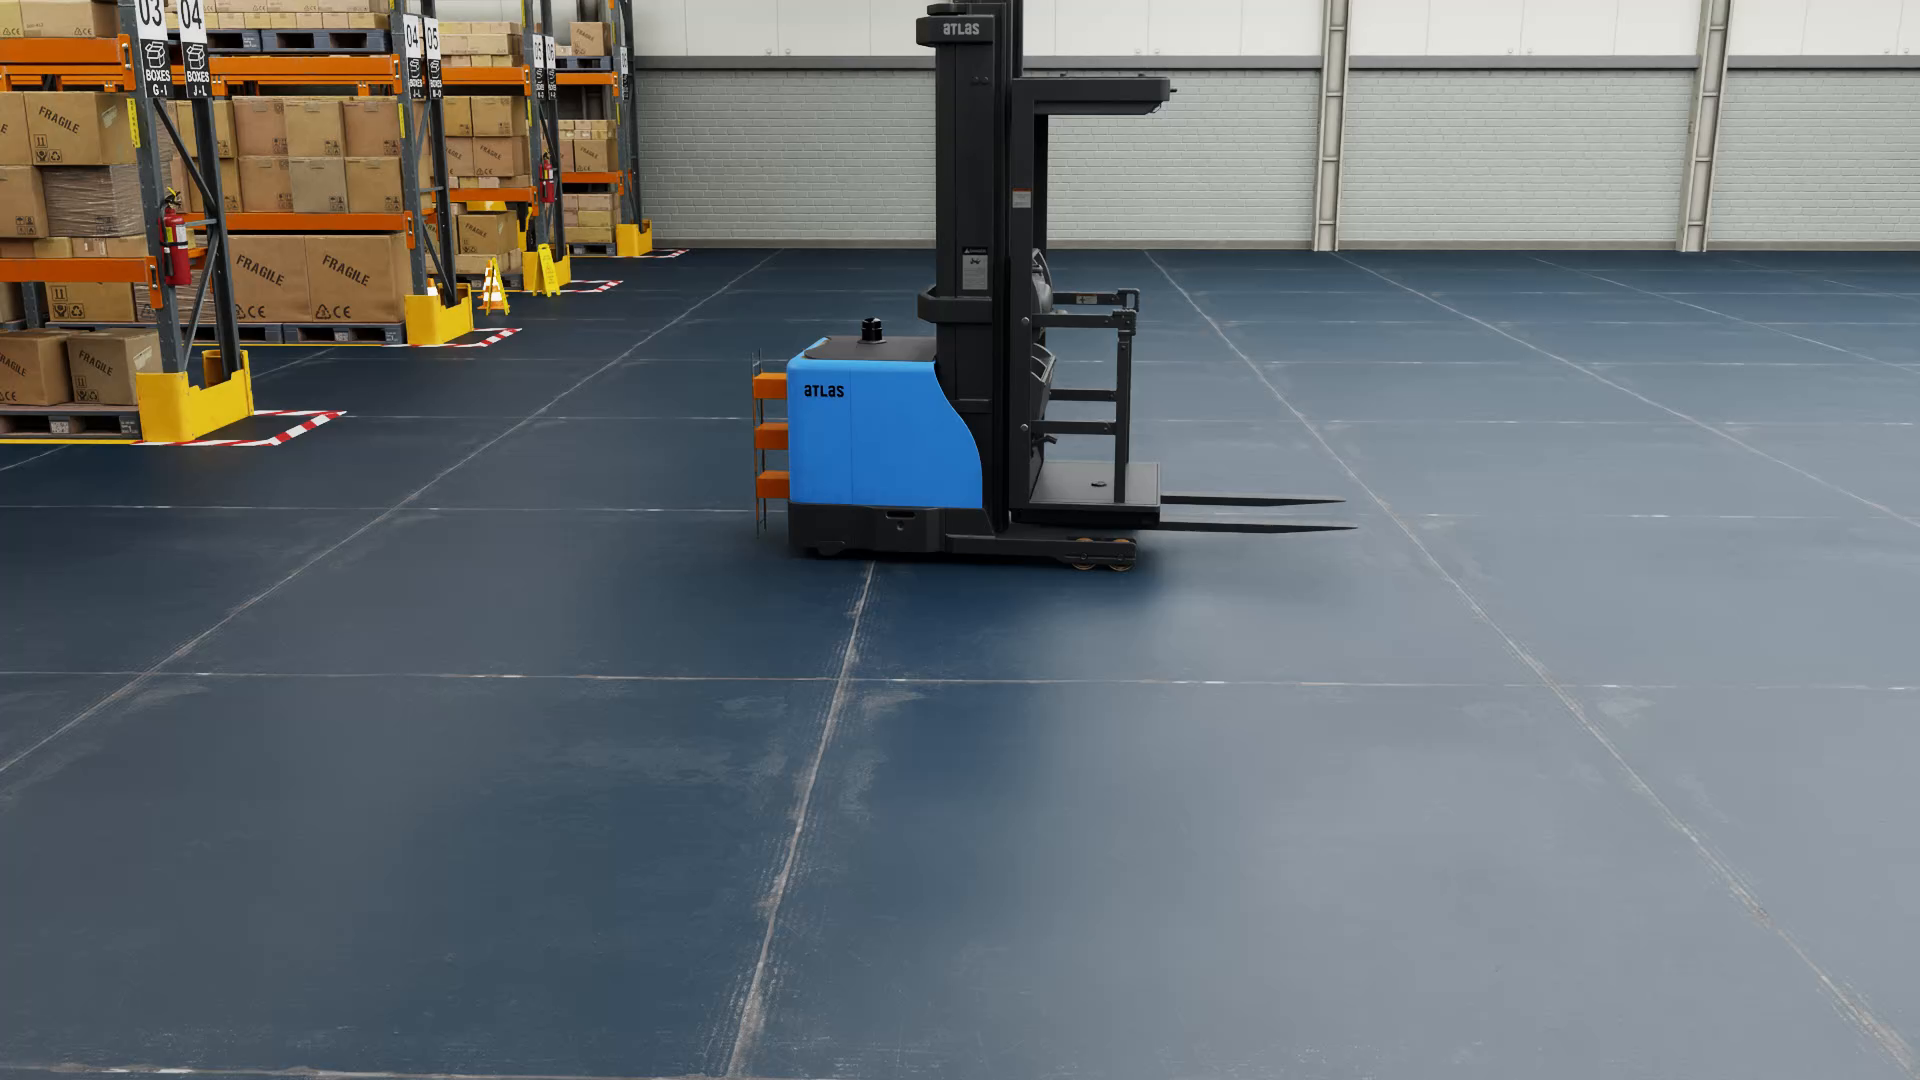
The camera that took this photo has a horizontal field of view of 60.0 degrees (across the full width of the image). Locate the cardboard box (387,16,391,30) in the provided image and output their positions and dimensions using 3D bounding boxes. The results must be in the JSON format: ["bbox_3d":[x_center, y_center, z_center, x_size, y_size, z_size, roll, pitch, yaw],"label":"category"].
[{"bbox_3d":[-5.772,-5.232,16.885,0.250,0.149,0.380,0,15,2],"label":"cardboard box"}]

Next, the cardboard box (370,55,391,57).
[{"bbox_3d":[-7.312,-6.090,21.153,0.250,0.149,0.380,0,15,1],"label":"cardboard box"}]

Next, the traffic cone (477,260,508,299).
[{"bbox_3d":[-5.875,-3.278,20.858,0.334,0.463,0.336,0,15,1],"label":"traffic cone"}]

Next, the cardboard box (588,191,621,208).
[{"bbox_3d":[-5.764,-5.505,26.933,0.500,0.250,0.500,0,15,1],"label":"cardboard box"}]

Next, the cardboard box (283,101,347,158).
[{"bbox_3d":[-6.359,-4.155,16.798,0.550,0.550,0.875,0,15,1],"label":"cardboard box"}]

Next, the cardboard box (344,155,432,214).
[{"bbox_3d":[-5.809,-3.631,16.930,0.550,0.550,0.875,0,15,1],"label":"cardboard box"}]

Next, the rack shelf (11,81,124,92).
[{"bbox_3d":[-15.285,-7.265,26.525,4.000,0.370,1.077,0,15,1],"label":"rack shelf"}]

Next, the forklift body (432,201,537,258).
[{"bbox_3d":[-7.231,-5.234,24.960,1.214,2.155,2.313,0,15,1],"label":"forklift body"}]

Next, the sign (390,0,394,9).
[{"bbox_3d":[-5.465,-5.270,15.974,0.005,0.325,0.100,0,15,1],"label":"sign"}]

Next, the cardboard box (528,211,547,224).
[{"bbox_3d":[-6.801,-5.140,26.527,0.500,0.250,0.500,0,15,0],"label":"cardboard box"}]

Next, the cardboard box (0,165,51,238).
[{"bbox_3d":[-6.717,-2.479,12.078,0.500,0.500,0.875,0,15,1],"label":"cardboard box"}]

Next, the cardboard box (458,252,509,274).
[{"bbox_3d":[-6.251,-3.641,21.828,0.500,0.250,0.500,0,15,1],"label":"cardboard box"}]

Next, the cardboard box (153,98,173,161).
[{"bbox_3d":[-6.208,-3.052,12.291,0.500,0.500,0.500,0,15,1],"label":"cardboard box"}]

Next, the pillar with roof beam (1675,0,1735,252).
[{"bbox_3d":[11.922,-8.017,22.086,0.400,9.000,9.100,0,15,1],"label":"pillar with roof beam"}]

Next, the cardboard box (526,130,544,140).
[{"bbox_3d":[-6.672,-6.395,26.232,0.250,0.149,0.380,0,15,0],"label":"cardboard box"}]

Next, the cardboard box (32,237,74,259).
[{"bbox_3d":[-6.456,-2.122,11.995,0.250,0.149,0.380,0,15,1],"label":"cardboard box"}]

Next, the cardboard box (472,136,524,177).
[{"bbox_3d":[-5.961,-4.956,21.467,0.500,0.500,0.500,0,15,0],"label":"cardboard box"}]

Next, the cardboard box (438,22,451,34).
[{"bbox_3d":[-6.522,-6.496,21.130,0.250,0.149,0.380,0,15,2],"label":"cardboard box"}]

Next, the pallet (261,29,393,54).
[{"bbox_3d":[-6.179,-4.978,16.620,1.213,0.211,1.003,0,15,1],"label":"pallet"}]

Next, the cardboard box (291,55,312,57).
[{"bbox_3d":[-8.345,-6.120,21.270,0.250,0.149,0.380,1,15,3],"label":"cardboard box"}]

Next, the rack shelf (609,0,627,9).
[{"bbox_3d":[-7.288,-8.469,25.996,4.000,0.370,1.077,0,15,1],"label":"rack shelf"}]

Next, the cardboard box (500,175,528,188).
[{"bbox_3d":[-5.791,-4.657,21.605,0.250,0.149,0.380,1,15,3],"label":"cardboard box"}]

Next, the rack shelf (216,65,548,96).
[{"bbox_3d":[-7.411,-5.947,21.529,4.000,0.370,1.077,0,15,1],"label":"rack shelf"}]

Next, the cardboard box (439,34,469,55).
[{"bbox_3d":[-6.433,-6.294,21.148,0.500,0.250,0.500,0,15,1],"label":"cardboard box"}]

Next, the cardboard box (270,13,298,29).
[{"bbox_3d":[-6.540,-5.069,16.267,0.250,0.149,0.380,1,15,2],"label":"cardboard box"}]

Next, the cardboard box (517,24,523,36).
[{"bbox_3d":[-5.762,-6.600,21.524,0.250,0.149,0.380,0,15,1],"label":"cardboard box"}]

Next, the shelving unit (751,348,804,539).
[{"bbox_3d":[-1.008,-0.537,9.317,0.252,1.050,0.215,2,15,7],"label":"shelving unit"}]

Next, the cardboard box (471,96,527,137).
[{"bbox_3d":[-5.928,-5.454,21.394,0.500,0.500,0.700,0,15,0],"label":"cardboard box"}]

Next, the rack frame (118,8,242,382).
[{"bbox_3d":[-5.665,-2.304,12.192,0.127,3.000,1.000,0,15,1],"label":"rack frame"}]

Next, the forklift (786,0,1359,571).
[{"bbox_3d":[0.626,-1.398,8.894,3.031,2.935,1.130,2,15,7],"label":"forklift"}]

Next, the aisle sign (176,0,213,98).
[{"bbox_3d":[-5.595,-3.637,12.149,0.004,0.787,0.394,0,15,1],"label":"aisle sign"}]

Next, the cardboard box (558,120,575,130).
[{"bbox_3d":[-6.162,-6.540,26.197,0.250,0.149,0.380,1,15,3],"label":"cardboard box"}]

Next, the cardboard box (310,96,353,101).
[{"bbox_3d":[-7.965,-5.455,21.399,0.500,0.500,0.700,0,15,0],"label":"cardboard box"}]

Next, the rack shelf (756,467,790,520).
[{"bbox_3d":[-1.008,-0.258,9.391,0.240,0.259,0.215,2,15,7],"label":"rack shelf"}]

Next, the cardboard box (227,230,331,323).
[{"bbox_3d":[-6.996,-2.736,17.174,0.875,0.875,0.875,0,15,1],"label":"cardboard box"}]

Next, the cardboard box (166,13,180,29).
[{"bbox_3d":[-7.560,-5.075,16.290,0.250,0.149,0.380,1,15,2],"label":"cardboard box"}]

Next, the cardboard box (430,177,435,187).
[{"bbox_3d":[-6.814,-4.669,21.651,0.250,0.149,0.380,1,15,2],"label":"cardboard box"}]

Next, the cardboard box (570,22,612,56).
[{"bbox_3d":[-5.737,-7.788,25.882,0.500,0.500,0.500,1,15,3],"label":"cardboard box"}]

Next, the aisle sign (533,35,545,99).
[{"bbox_3d":[-5.357,-6.014,21.157,0.004,0.787,0.394,0,15,1],"label":"aisle sign"}]

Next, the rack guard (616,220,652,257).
[{"bbox_3d":[-5.265,-4.888,26.887,0.348,0.500,1.175,0,15,1],"label":"rack guard"}]

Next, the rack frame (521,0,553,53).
[{"bbox_3d":[-5.412,-7.732,21.005,0.127,3.000,1.000,0,15,1],"label":"rack frame"}]

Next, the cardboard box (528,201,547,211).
[{"bbox_3d":[-6.772,-5.380,26.458,0.500,0.250,0.500,1,15,2],"label":"cardboard box"}]

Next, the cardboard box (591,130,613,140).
[{"bbox_3d":[-5.642,-6.390,26.211,0.250,0.149,0.380,1,15,2],"label":"cardboard box"}]

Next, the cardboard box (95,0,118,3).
[{"bbox_3d":[-5.950,-3.797,11.483,0.250,0.149,0.380,0,15,1],"label":"cardboard box"}]

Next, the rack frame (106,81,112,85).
[{"bbox_3d":[-13.286,-6.149,26.766,0.127,3.000,1.000,0,15,1],"label":"rack frame"}]

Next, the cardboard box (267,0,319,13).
[{"bbox_3d":[-6.434,-5.276,16.271,0.500,0.250,0.500,0,15,2],"label":"cardboard box"}]

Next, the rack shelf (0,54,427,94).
[{"bbox_3d":[-7.437,-4.684,16.742,4.000,0.370,1.077,0,15,1],"label":"rack shelf"}]

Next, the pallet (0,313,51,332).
[{"bbox_3d":[-10.209,-2.232,17.384,1.213,0.211,1.003,0,15,1],"label":"pallet"}]

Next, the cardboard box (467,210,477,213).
[{"bbox_3d":[-6.758,-4.145,22.268,0.500,0.500,0.500,0,15,-1],"label":"cardboard box"}]

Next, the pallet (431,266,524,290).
[{"bbox_3d":[-6.299,-3.497,22.183,1.213,0.211,1.003,0,15,1],"label":"pallet"}]

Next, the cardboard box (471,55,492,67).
[{"bbox_3d":[-6.025,-6.084,21.133,0.250,0.149,0.380,0,15,2],"label":"cardboard box"}]

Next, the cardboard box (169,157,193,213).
[{"bbox_3d":[-7.980,-3.636,16.947,0.550,0.550,0.875,0,15,1],"label":"cardboard box"}]
